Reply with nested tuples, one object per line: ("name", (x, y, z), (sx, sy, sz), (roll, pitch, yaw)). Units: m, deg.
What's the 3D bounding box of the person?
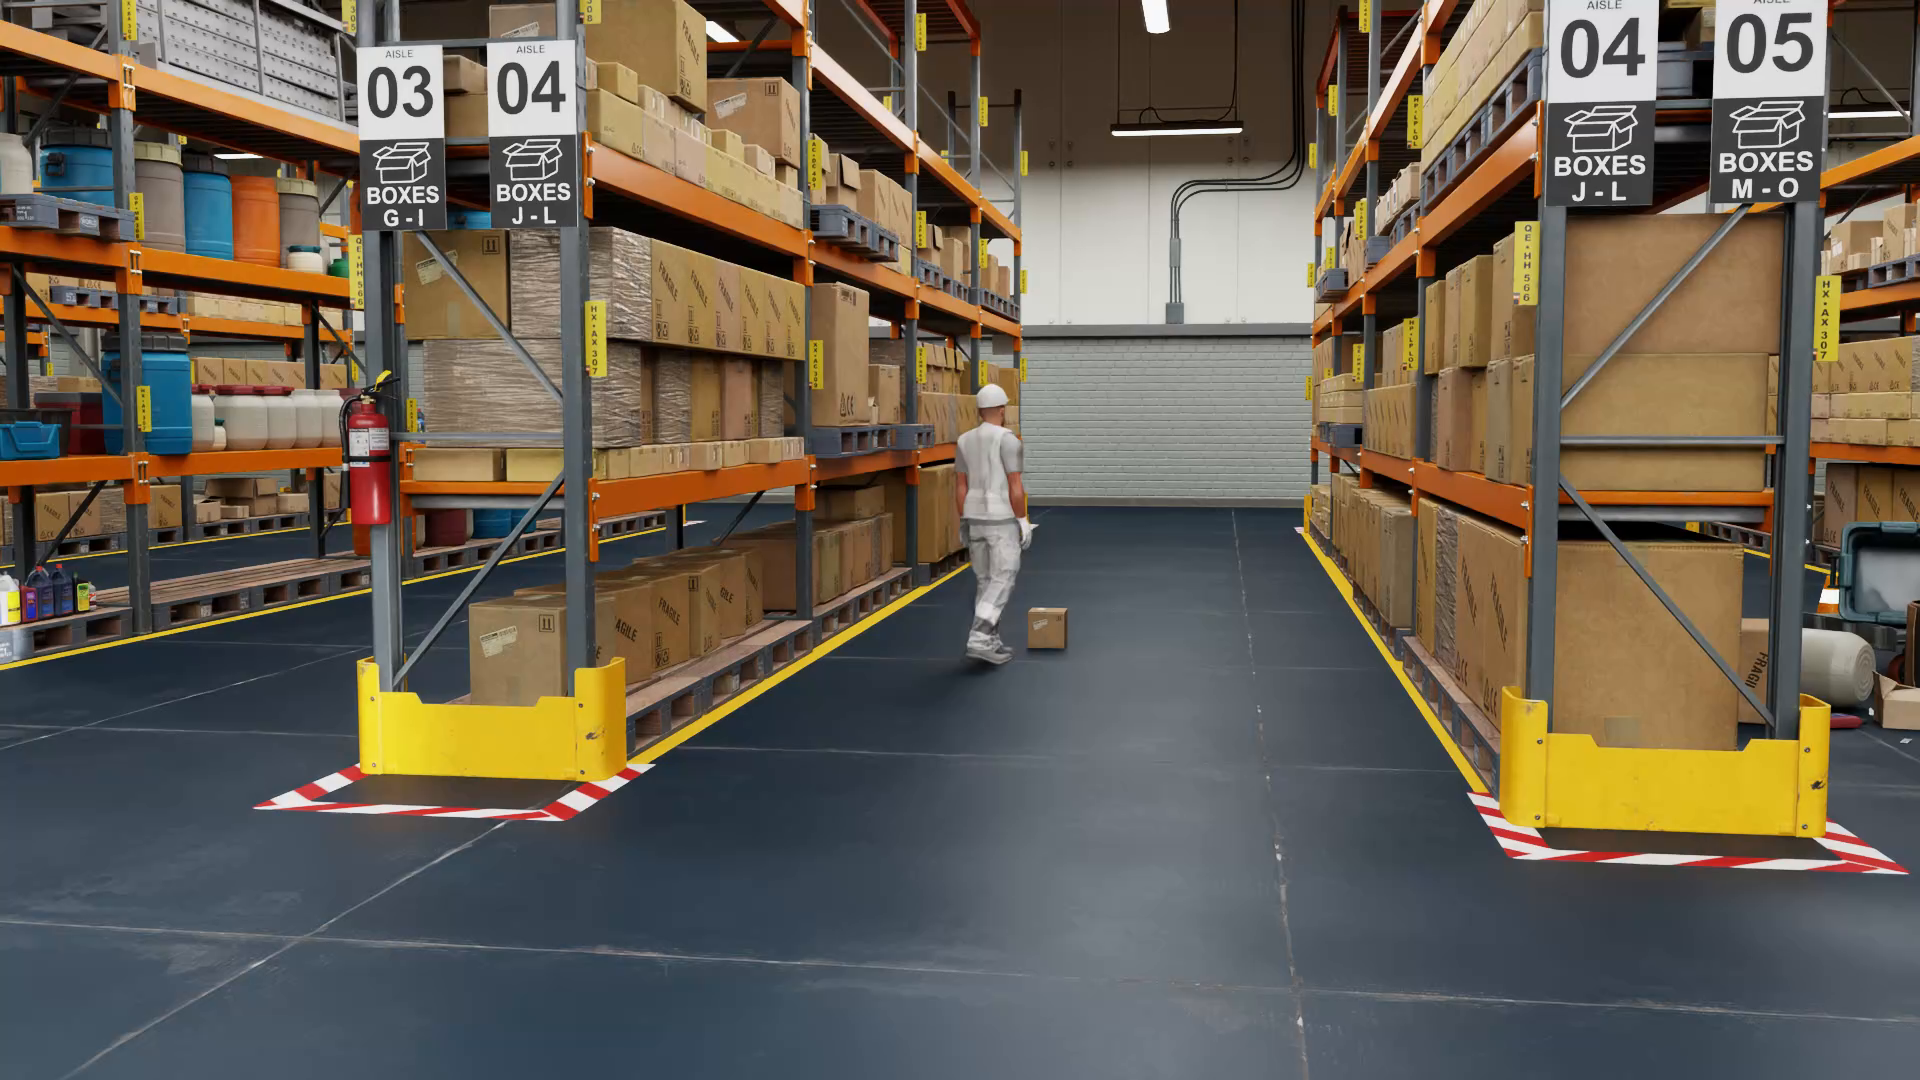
("person", (0.196, -0.101, 10.675), (0.609, 1.795, 0.557), (-4, 6, -44))
